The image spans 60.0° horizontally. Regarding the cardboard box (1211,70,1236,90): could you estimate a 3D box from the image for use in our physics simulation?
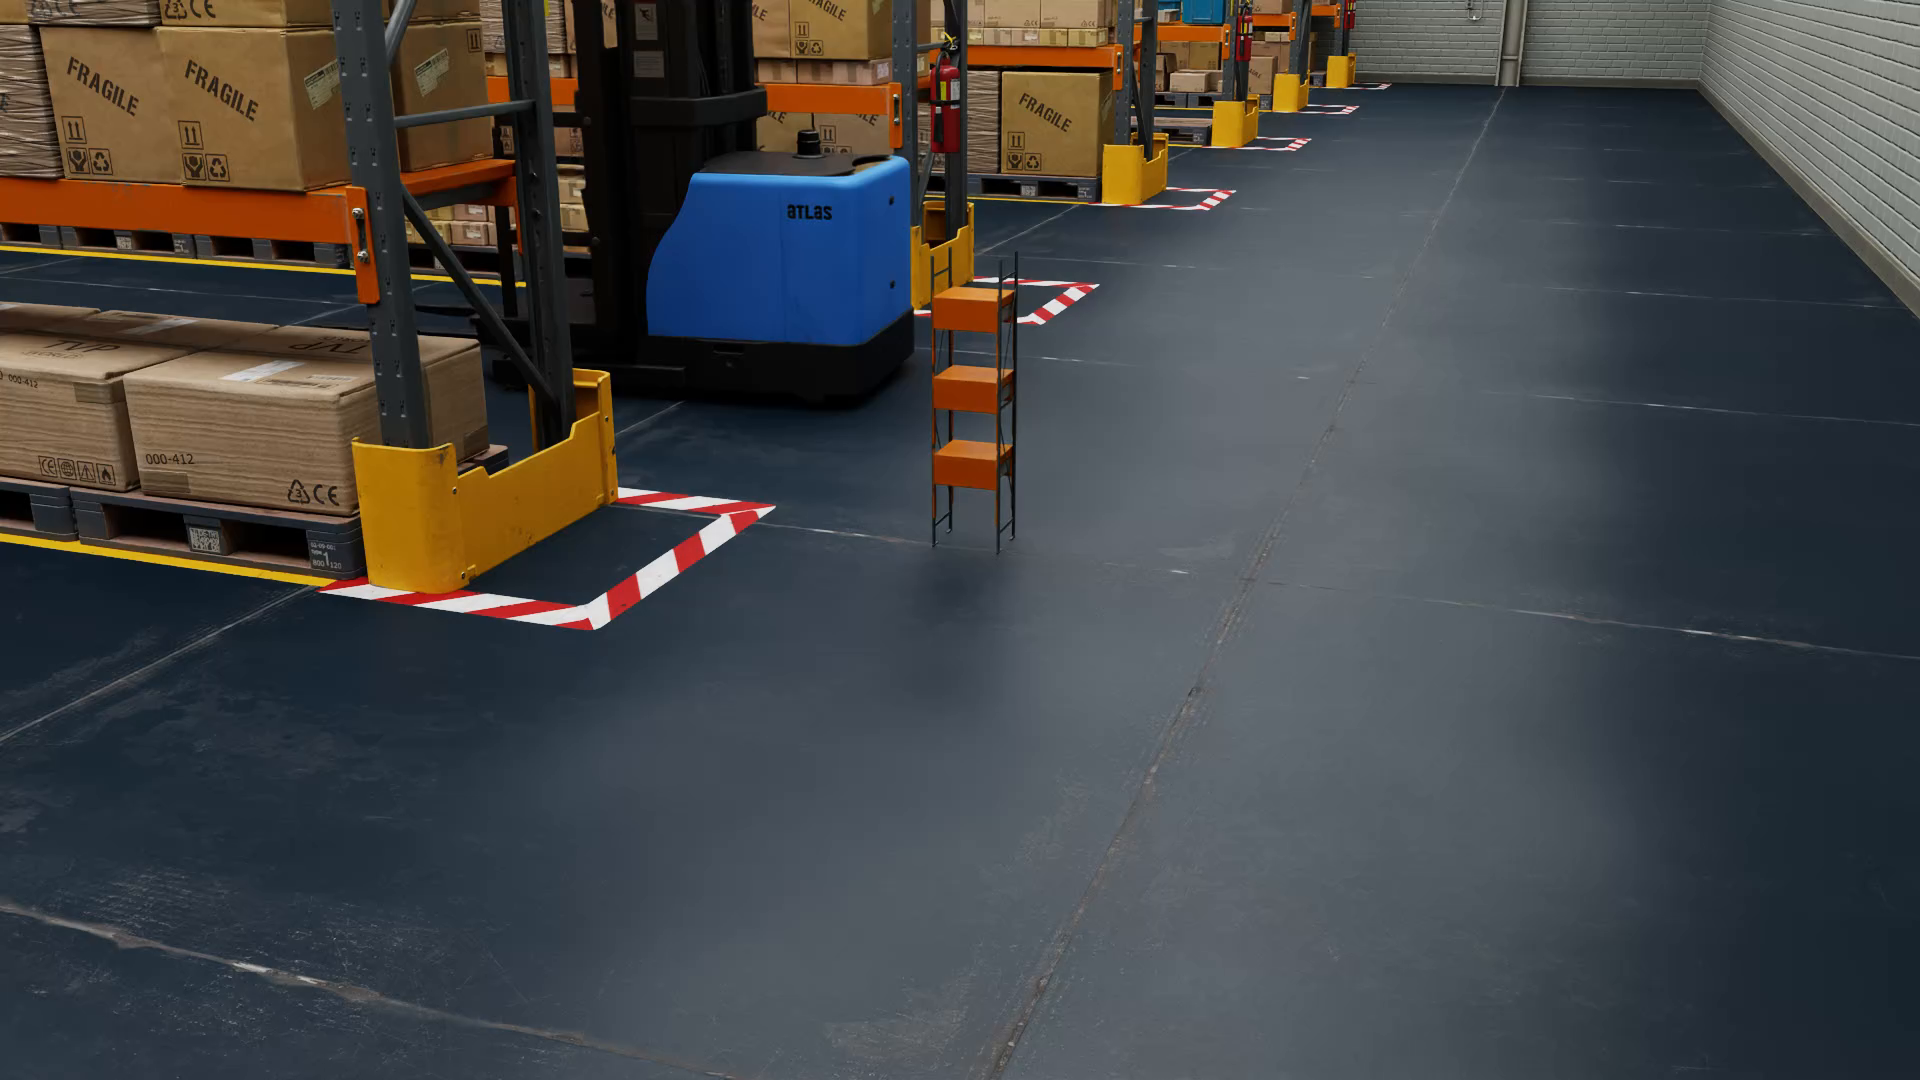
[{"bbox_3d":[3.911,-6.702,24.256,0.500,0.250,0.500,7,20,18],"label":"cardboard box"}]

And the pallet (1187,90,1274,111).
[{"bbox_3d":[3.979,-6.369,24.028,1.213,0.211,1.003,7,20,18],"label":"pallet"}]

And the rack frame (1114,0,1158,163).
[{"bbox_3d":[1.550,-4.512,14.464,0.127,3.000,1.000,7,20,18],"label":"rack frame"}]

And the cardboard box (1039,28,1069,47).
[{"bbox_3d":[0.859,-4.357,14.401,0.250,0.149,0.380,7,20,19],"label":"cardboard box"}]

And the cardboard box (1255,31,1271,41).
[{"bbox_3d":[5.201,-8.632,28.456,0.250,0.149,0.380,7,20,19],"label":"cardboard box"}]

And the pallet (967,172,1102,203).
[{"bbox_3d":[0.769,-3.258,15.101,1.213,0.211,1.003,7,20,18],"label":"pallet"}]

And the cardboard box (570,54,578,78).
[{"bbox_3d":[-2.263,-3.020,10.566,0.250,0.149,0.380,7,21,20],"label":"cardboard box"}]

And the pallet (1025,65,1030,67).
[{"bbox_3d":[0.738,-8.439,29.966,1.213,0.211,1.003,7,20,18],"label":"pallet"}]

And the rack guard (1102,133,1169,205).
[{"bbox_3d":[1.572,-3.329,14.868,0.348,0.500,1.175,7,20,18],"label":"rack guard"}]

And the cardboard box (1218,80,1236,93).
[{"bbox_3d":[3.857,-6.516,23.847,0.250,0.166,0.380,7,20,18],"label":"cardboard box"}]

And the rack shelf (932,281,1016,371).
[{"bbox_3d":[0.051,-0.748,5.797,0.240,0.259,0.215,7,20,18],"label":"rack shelf"}]

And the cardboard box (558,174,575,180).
[{"bbox_3d":[-2.731,-2.310,10.936,0.250,0.149,0.380,7,20,19],"label":"cardboard box"}]

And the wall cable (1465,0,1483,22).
[{"bbox_3d":[7.946,-9.768,27.998,1.851,1.984,0.084,7,20,18],"label":"wall cable"}]

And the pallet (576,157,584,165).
[{"bbox_3d":[-2.982,-3.688,16.334,1.213,0.211,1.003,7,20,18],"label":"pallet"}]

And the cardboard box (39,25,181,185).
[{"bbox_3d":[-2.714,-1.507,5.690,0.500,0.500,0.500,6,20,17],"label":"cardboard box"}]

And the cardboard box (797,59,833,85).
[{"bbox_3d":[-0.797,-2.848,10.072,0.250,0.149,0.380,6,20,18],"label":"cardboard box"}]

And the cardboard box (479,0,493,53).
[{"bbox_3d":[-3.097,-3.418,10.720,0.500,0.500,0.500,7,20,18],"label":"cardboard box"}]

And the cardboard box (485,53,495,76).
[{"bbox_3d":[-2.999,-3.114,10.833,0.250,0.149,0.380,6,20,16],"label":"cardboard box"}]

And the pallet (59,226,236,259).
[{"bbox_3d":[-5.844,-2.311,12.386,1.213,0.211,1.003,7,20,18],"label":"pallet"}]

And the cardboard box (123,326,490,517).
[{"bbox_3d":[-2.359,-0.460,6.092,0.875,0.438,0.875,6,20,16],"label":"cardboard box"}]

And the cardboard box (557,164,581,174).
[{"bbox_3d":[-2.819,-2.496,11.470,0.250,0.149,0.380,7,20,20],"label":"cardboard box"}]

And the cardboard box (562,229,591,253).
[{"bbox_3d":[-2.474,-1.998,10.945,0.250,0.149,0.380,6,20,17],"label":"cardboard box"}]

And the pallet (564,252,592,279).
[{"bbox_3d":[-2.150,-1.904,11.217,1.213,0.211,1.003,7,20,18],"label":"pallet"}]

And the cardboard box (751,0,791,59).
[{"bbox_3d":[-1.167,-3.194,10.079,0.500,0.500,0.500,6,20,17],"label":"cardboard box"}]

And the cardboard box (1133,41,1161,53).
[{"bbox_3d":[3.321,-8.470,28.977,0.500,0.500,0.700,7,20,19],"label":"cardboard box"}]

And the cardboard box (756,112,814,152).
[{"bbox_3d":[-1.631,-4.043,15.708,0.875,0.875,0.875,7,20,18],"label":"cardboard box"}]

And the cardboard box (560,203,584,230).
[{"bbox_3d":[-2.480,-2.138,10.895,0.250,0.149,0.380,6,20,18],"label":"cardboard box"}]

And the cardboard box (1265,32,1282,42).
[{"bbox_3d":[5.310,-8.486,28.038,0.250,0.149,0.380,7,20,20],"label":"cardboard box"}]

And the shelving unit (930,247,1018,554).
[{"bbox_3d":[0.051,-0.490,5.887,0.252,1.050,0.215,7,20,18],"label":"shelving unit"}]

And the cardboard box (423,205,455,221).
[{"bbox_3d":[-3.446,-2.268,11.266,0.250,0.149,0.380,7,20,18],"label":"cardboard box"}]

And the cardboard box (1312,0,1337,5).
[{"bbox_3d":[5.941,-9.326,27.818,0.700,0.700,0.980,7,21,21],"label":"cardboard box"}]

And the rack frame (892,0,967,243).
[{"bbox_3d":[-0.173,-2.981,10.071,0.127,3.000,1.000,7,20,18],"label":"rack frame"}]

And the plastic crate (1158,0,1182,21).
[{"bbox_3d":[2.428,-6.202,19.474,0.300,0.233,0.416,7,20,18],"label":"plastic crate"}]

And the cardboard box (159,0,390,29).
[{"bbox_3d":[-2.236,-1.928,5.380,0.500,0.500,0.500,7,20,20],"label":"cardboard box"}]

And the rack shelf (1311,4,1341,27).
[{"bbox_3d":[4.537,-9.009,28.457,4.000,0.370,1.077,7,20,18],"label":"rack shelf"}]

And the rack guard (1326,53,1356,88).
[{"bbox_3d":[6.449,-7.950,28.123,0.348,0.500,1.175,7,20,18],"label":"rack guard"}]

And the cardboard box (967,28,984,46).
[{"bbox_3d":[0.140,-4.440,14.637,0.250,0.149,0.380,6,20,17],"label":"cardboard box"}]

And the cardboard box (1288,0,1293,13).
[{"bbox_3d":[4.472,-7.769,23.655,0.500,0.500,0.500,7,20,19],"label":"cardboard box"}]

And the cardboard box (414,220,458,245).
[{"bbox_3d":[-3.462,-2.097,11.229,0.250,0.149,0.380,7,20,20],"label":"cardboard box"}]

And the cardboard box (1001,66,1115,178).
[{"bbox_3d":[0.919,-3.752,14.871,0.875,0.875,0.875,7,20,18],"label":"cardboard box"}]

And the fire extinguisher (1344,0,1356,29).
[{"bbox_3d":[6.417,-8.760,27.334,0.183,0.674,0.296,7,20,18],"label":"fire extinguisher"}]

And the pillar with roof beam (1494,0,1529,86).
[{"bbox_3d":[7.848,-10.604,22.826,0.400,9.000,9.100,7,20,18],"label":"pillar with roof beam"}]

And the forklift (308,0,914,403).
[{"bbox_3d":[-1.813,-2.268,8.130,3.031,2.935,1.130,4,20,13],"label":"forklift"}]

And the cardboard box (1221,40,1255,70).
[{"bbox_3d":[4.784,-8.303,28.499,0.500,0.500,0.700,6,20,16],"label":"cardboard box"}]

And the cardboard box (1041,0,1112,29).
[{"bbox_3d":[1.005,-4.552,14.353,0.500,0.250,0.500,6,20,17],"label":"cardboard box"}]

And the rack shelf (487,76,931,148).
[{"bbox_3d":[-2.063,-2.857,10.809,4.000,0.370,1.077,7,20,18],"label":"rack shelf"}]
